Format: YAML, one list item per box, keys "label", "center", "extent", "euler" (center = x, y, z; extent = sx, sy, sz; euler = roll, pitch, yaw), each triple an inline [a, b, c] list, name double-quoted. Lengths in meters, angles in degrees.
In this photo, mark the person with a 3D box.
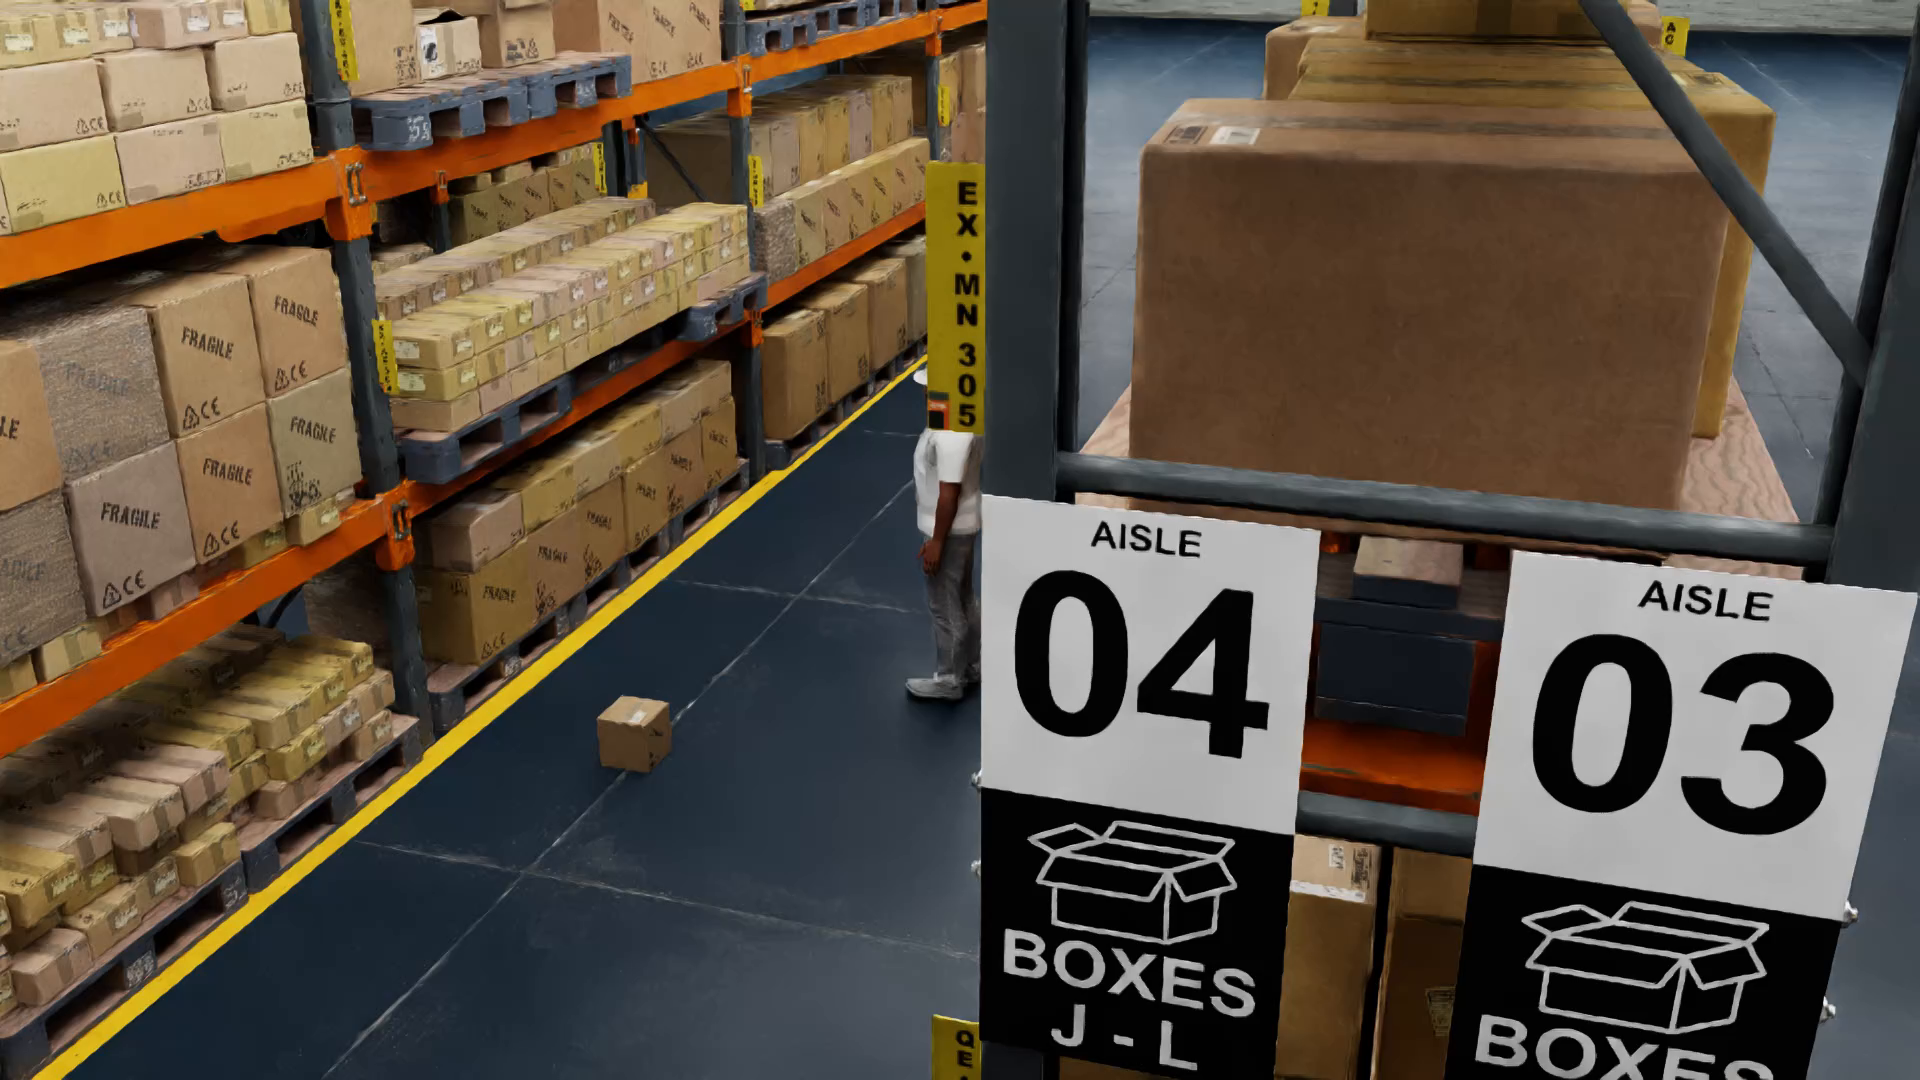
- label: "person"
  center: [-0.071, -0.071, 8.165]
  extent: [0.386, 1.767, 0.646]
  euler: [4, 22, 9]
